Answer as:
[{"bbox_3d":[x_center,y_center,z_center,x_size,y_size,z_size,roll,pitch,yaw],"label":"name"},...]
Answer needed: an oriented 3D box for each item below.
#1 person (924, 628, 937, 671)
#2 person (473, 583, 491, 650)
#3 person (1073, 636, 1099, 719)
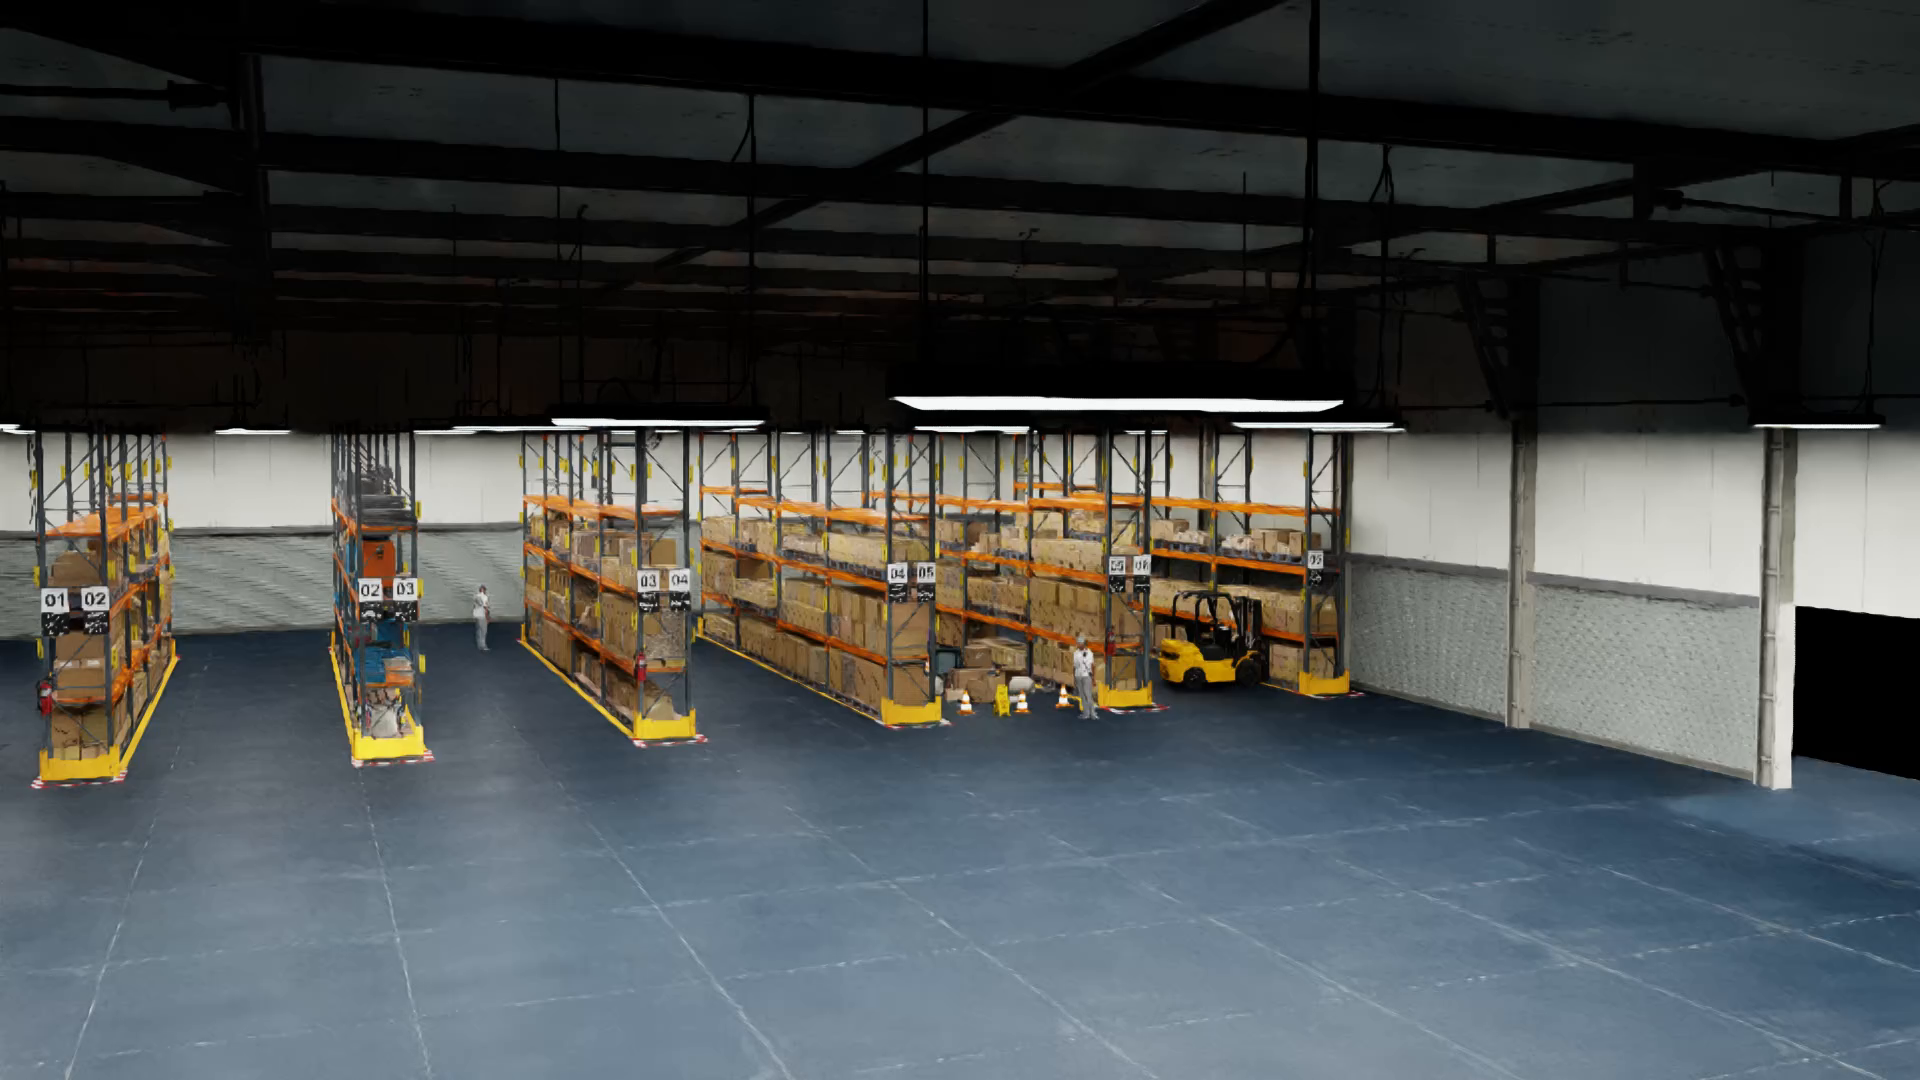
[{"bbox_3d":[-0.709,2.419,39.864,0.381,1.588,0.547,0,4,1],"label":"person"},{"bbox_3d":[-12.776,2.046,44.562,0.626,1.767,0.492,3,5,42],"label":"person"},{"bbox_3d":[2.535,2.778,33.617,0.568,1.670,0.380,3,4,37],"label":"person"}]
